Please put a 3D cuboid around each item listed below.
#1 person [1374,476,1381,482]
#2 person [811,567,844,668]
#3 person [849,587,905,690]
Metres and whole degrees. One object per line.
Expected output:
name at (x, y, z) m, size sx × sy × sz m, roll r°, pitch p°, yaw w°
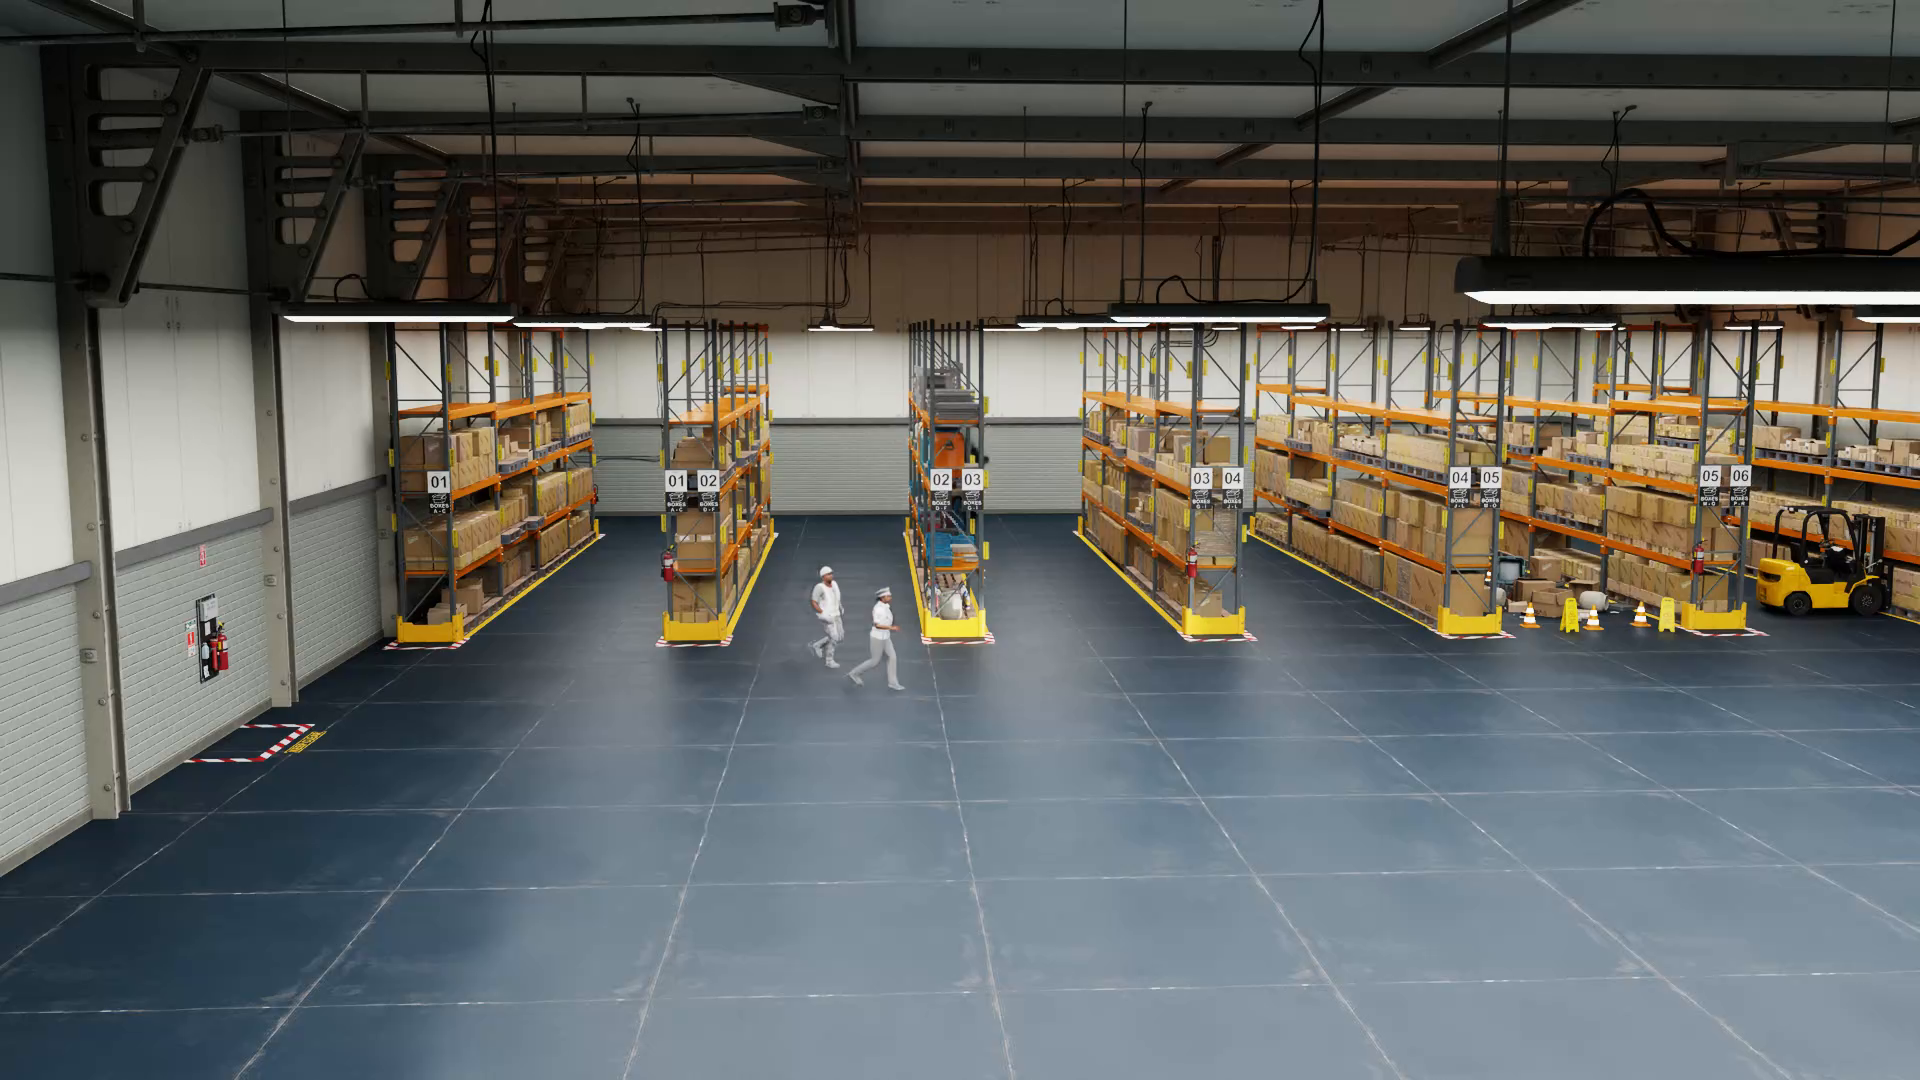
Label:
person at (12.358, -1.259, 49.473) m, size 0.782 × 1.781 × 0.684 m, roll 0°, pitch 7°, yaw -3°
person at (-2.317, 1.322, 28.742) m, size 0.576 × 1.748 × 0.676 m, roll 4°, pitch 8°, yaw 30°
person at (-1.330, 1.585, 26.803) m, size 0.920 × 1.687 × 0.557 m, roll 2°, pitch 7°, yaw 12°
